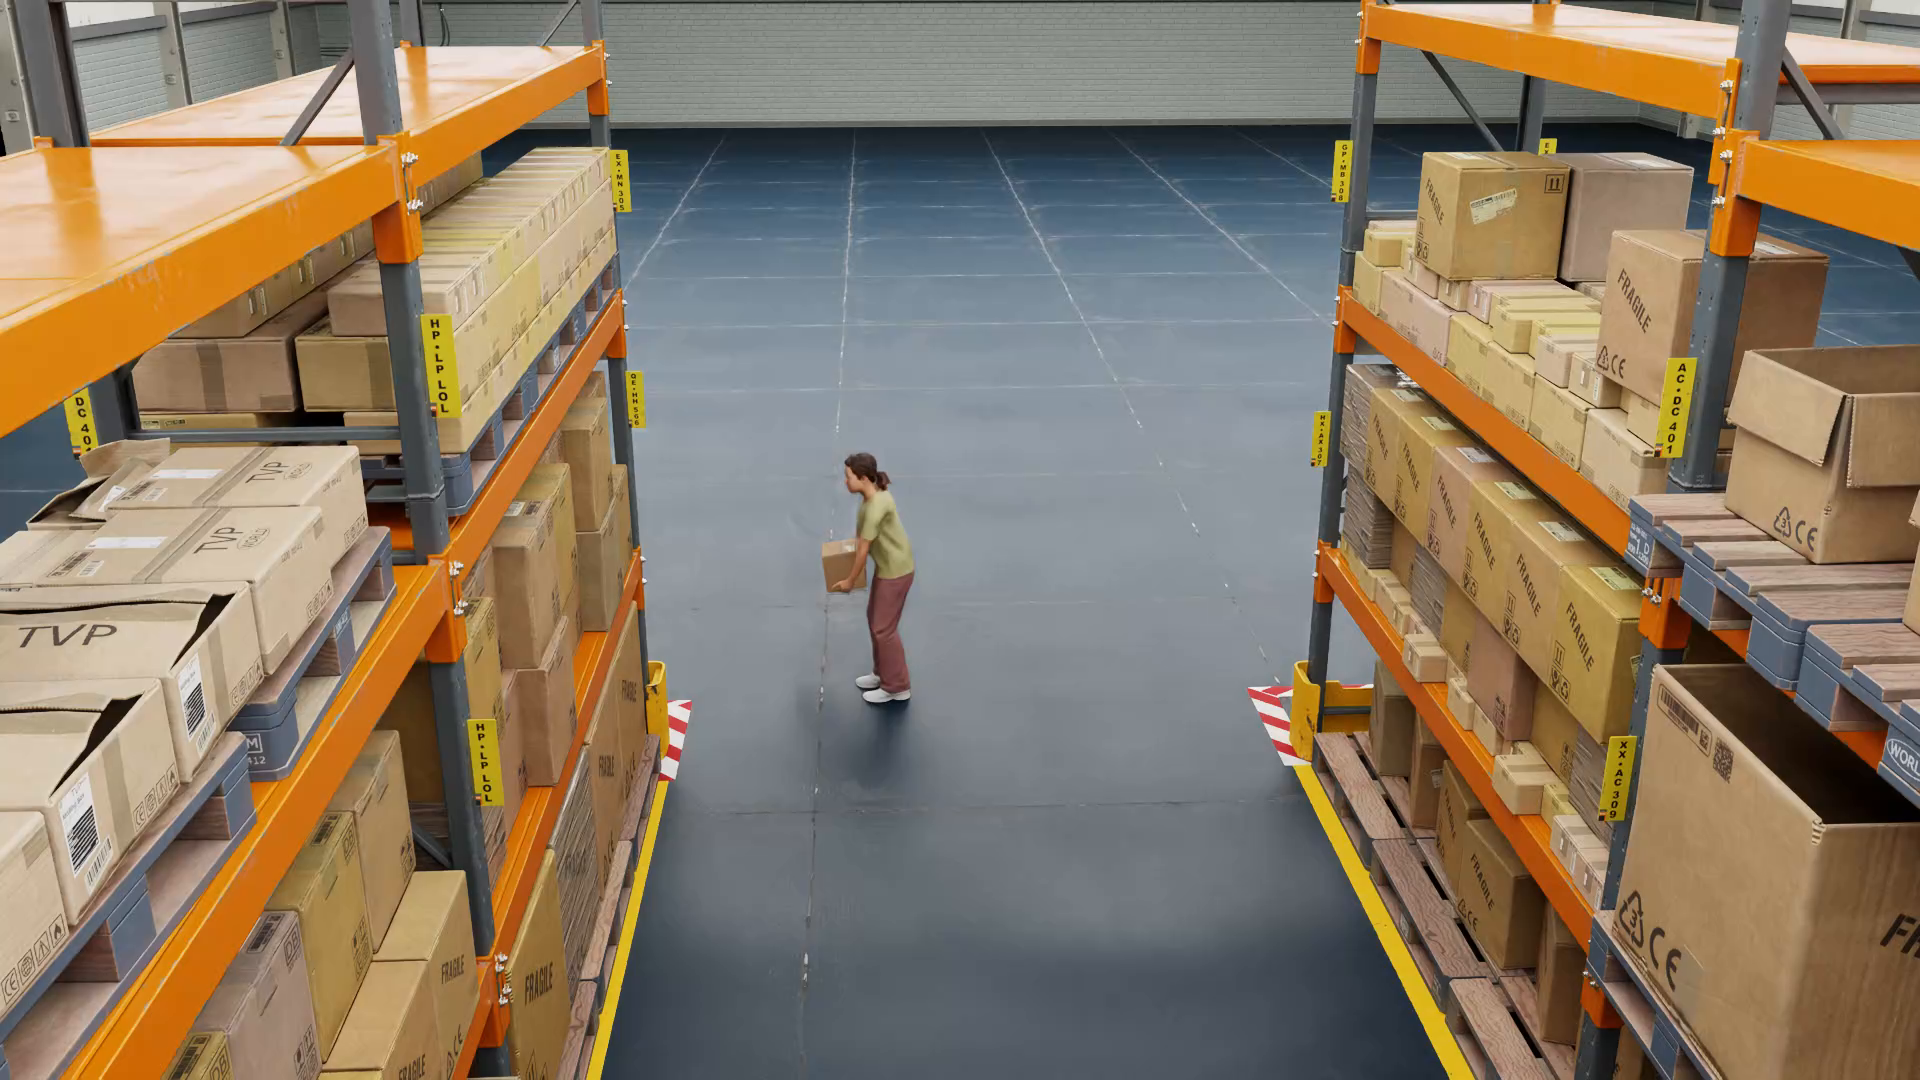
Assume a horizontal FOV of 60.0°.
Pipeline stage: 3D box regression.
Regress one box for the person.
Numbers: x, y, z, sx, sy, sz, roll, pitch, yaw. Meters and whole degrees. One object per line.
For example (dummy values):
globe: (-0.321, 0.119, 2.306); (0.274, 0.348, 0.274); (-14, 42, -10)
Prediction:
person: (-0.547, 0.227, 10.527); (0.527, 1.644, 0.406); (-1, 21, -4)
